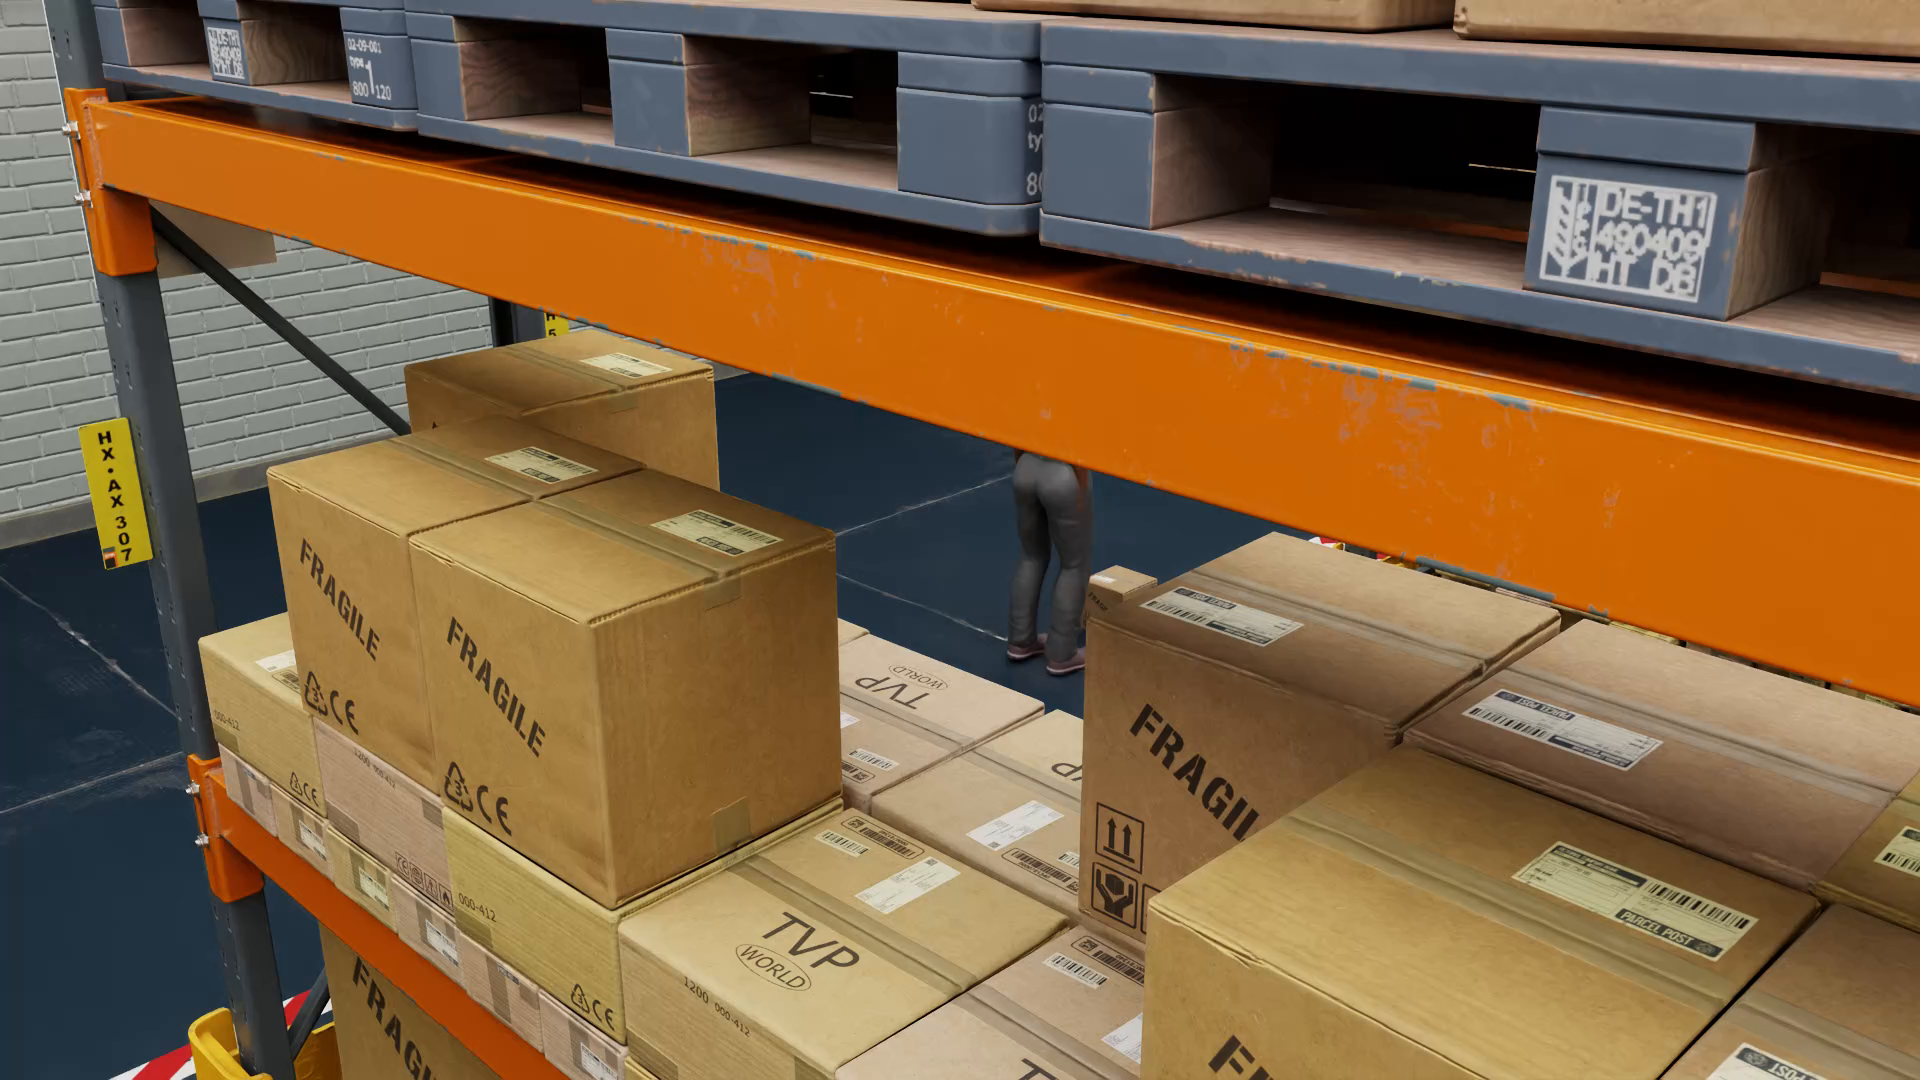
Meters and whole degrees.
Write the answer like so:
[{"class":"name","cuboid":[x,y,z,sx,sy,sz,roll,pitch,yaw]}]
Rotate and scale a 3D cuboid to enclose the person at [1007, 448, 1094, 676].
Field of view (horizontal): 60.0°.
[{"class":"person","cuboid":[0.400,-0.237,7.224,0.305,1.653,0.429,-19,28,-41]}]
